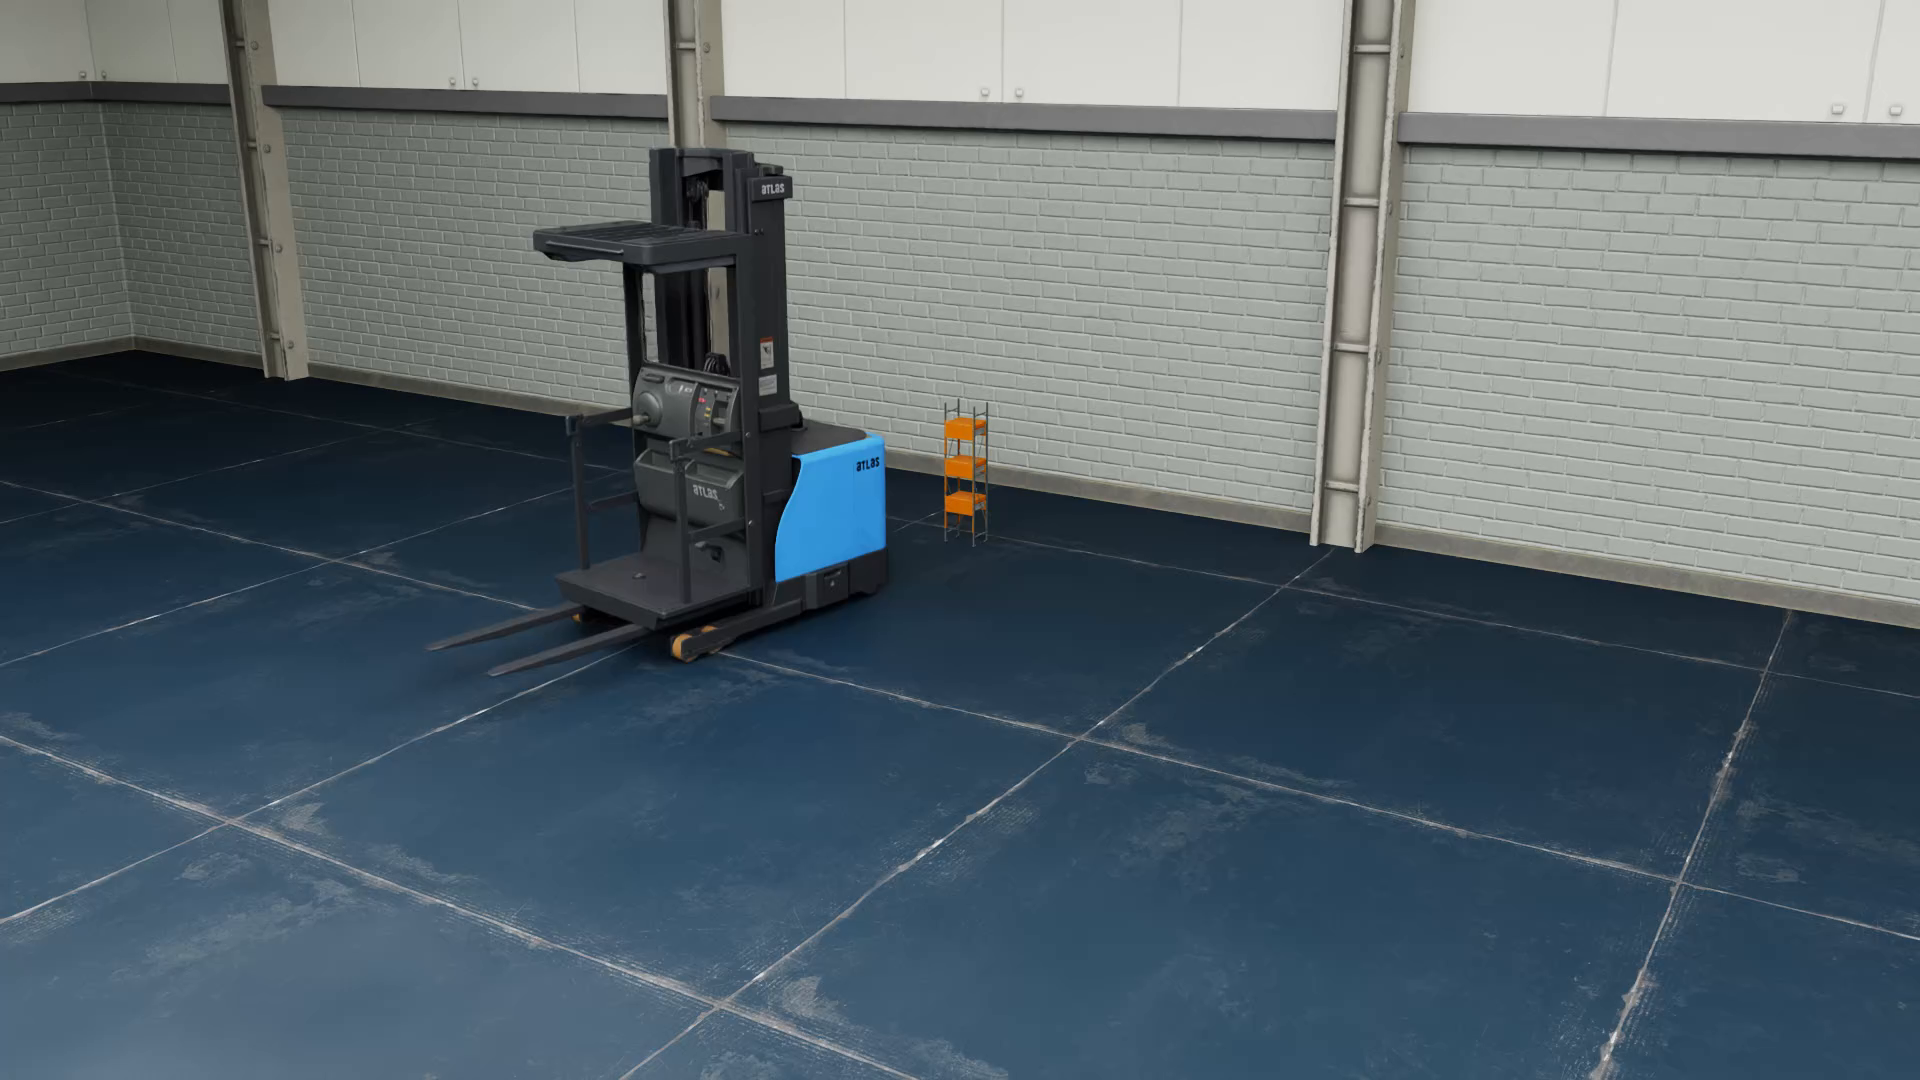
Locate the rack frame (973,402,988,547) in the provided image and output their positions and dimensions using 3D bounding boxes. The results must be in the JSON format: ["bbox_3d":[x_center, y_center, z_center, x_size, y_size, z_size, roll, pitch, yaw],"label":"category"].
[{"bbox_3d":[0.150,-0.476,12.141,0.008,1.050,0.200,10,20,30],"label":"rack frame"}]

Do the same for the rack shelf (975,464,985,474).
[{"bbox_3d":[0.046,-0.532,12.190,0.221,0.050,0.166,10,20,30],"label":"rack shelf"}]

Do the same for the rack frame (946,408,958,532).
[{"bbox_3d":[-0.059,-0.513,12.262,0.003,0.915,0.190,10,20,30],"label":"rack frame"}]

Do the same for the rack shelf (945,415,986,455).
[{"bbox_3d":[0.046,-0.756,12.122,0.240,0.259,0.215,10,20,30],"label":"rack shelf"}]

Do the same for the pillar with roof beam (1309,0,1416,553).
[{"bbox_3d":[0.574,-3.214,7.479,0.400,9.000,9.100,10,20,30],"label":"pillar with roof beam"}]

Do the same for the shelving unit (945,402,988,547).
[{"bbox_3d":[0.047,-0.494,12.201,0.249,1.050,0.215,10,20,30],"label":"shelving unit"}]

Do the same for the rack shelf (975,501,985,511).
[{"bbox_3d":[0.046,-0.266,12.271,0.221,0.050,0.166,10,20,30],"label":"rack shelf"}]
